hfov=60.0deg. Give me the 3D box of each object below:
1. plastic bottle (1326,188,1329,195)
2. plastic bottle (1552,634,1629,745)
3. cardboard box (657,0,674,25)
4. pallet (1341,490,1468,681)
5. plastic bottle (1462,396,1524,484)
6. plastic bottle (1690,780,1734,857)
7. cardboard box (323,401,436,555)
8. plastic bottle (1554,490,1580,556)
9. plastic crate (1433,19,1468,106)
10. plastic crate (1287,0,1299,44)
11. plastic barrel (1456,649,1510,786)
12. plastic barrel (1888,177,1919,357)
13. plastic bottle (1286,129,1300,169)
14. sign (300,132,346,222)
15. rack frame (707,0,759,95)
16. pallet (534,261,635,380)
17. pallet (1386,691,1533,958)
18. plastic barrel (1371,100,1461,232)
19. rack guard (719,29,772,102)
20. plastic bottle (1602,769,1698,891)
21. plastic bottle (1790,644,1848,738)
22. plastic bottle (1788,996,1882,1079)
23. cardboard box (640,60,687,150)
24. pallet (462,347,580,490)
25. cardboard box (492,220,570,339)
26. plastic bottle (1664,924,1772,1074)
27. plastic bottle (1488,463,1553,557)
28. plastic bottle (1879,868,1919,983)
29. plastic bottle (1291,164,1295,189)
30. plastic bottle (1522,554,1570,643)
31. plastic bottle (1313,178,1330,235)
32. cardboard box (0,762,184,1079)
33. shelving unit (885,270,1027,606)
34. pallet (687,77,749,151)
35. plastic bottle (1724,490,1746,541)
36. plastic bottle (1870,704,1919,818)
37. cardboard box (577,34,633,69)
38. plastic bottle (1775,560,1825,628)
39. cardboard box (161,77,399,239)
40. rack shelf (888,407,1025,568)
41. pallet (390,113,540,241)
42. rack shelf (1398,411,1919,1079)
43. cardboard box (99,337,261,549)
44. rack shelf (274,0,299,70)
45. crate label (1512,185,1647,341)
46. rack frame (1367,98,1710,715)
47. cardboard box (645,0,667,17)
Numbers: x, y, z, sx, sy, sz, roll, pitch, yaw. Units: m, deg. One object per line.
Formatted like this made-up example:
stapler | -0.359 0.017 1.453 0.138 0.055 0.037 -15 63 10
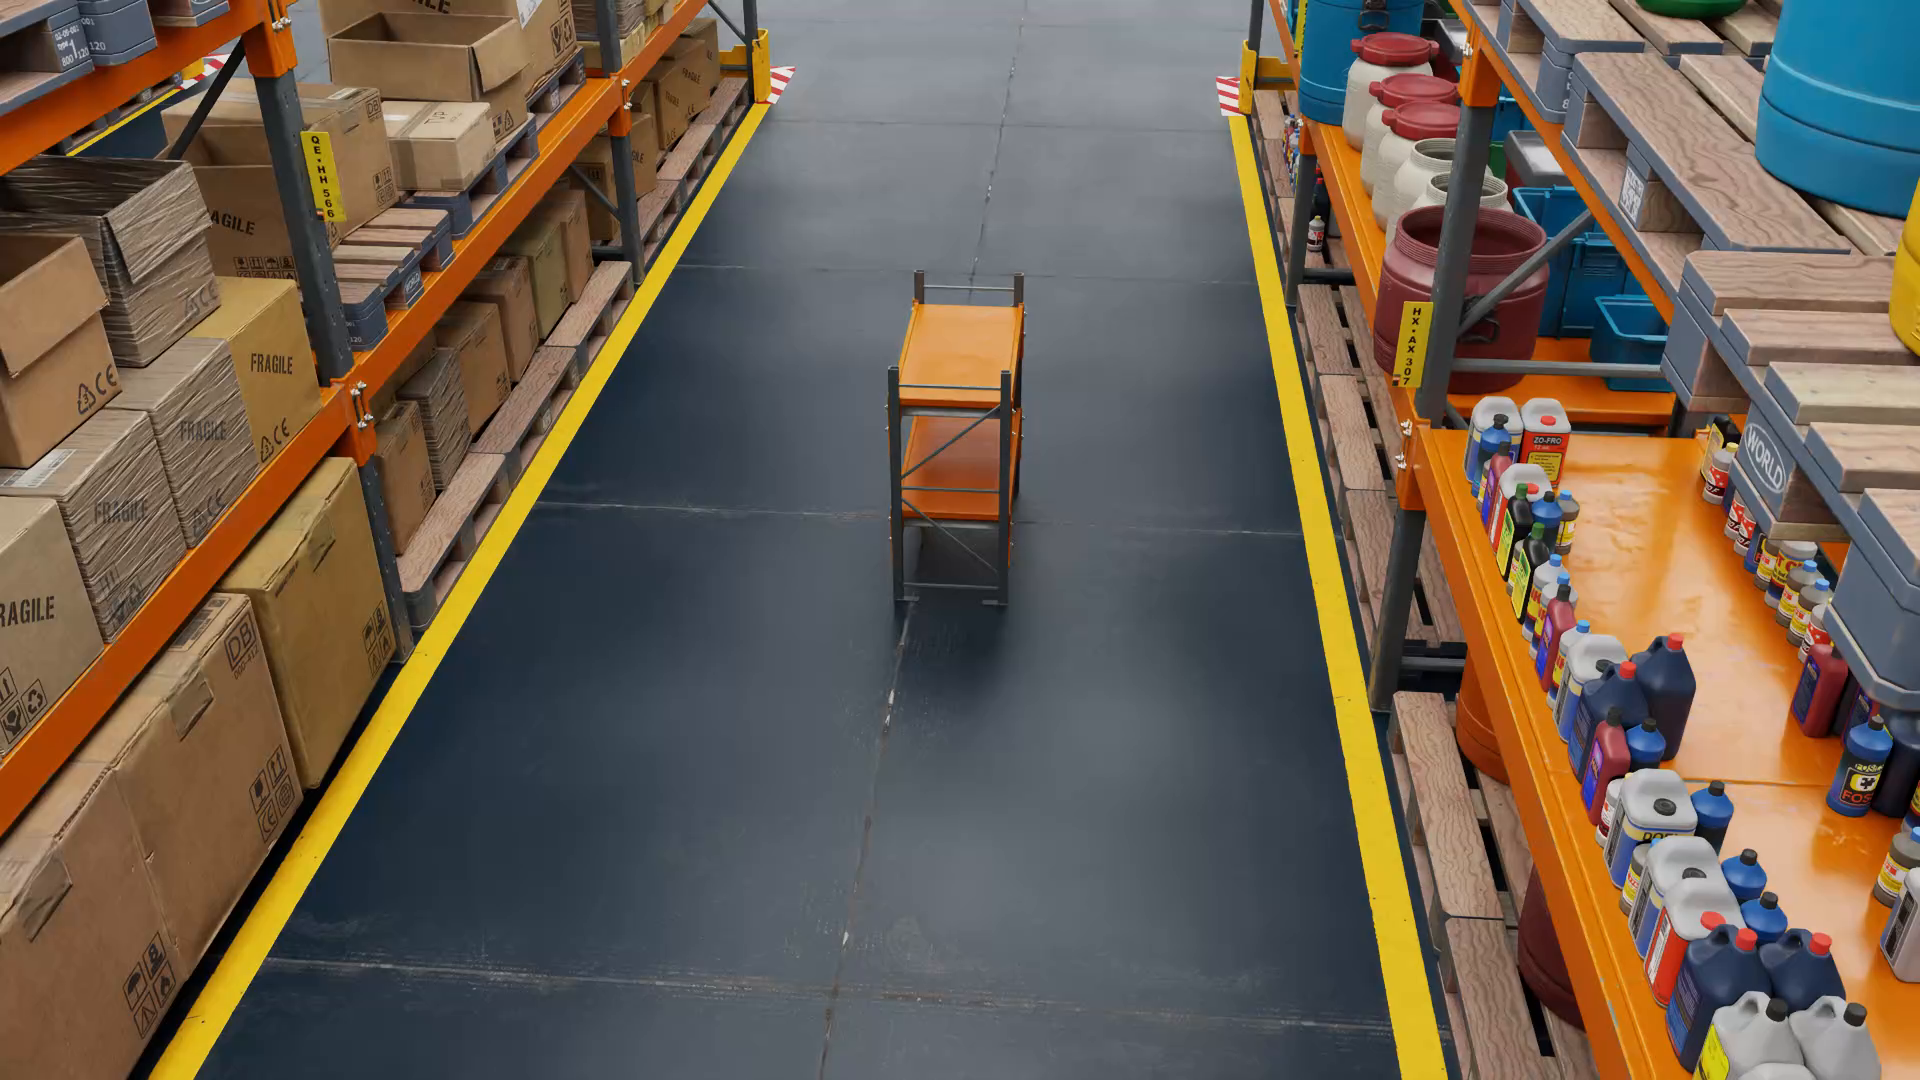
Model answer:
plastic bottle | 2.395 -2.172 10.591 0.152 0.276 0.135 2 32 4
plastic bottle | 1.669 0.395 4.369 0.152 0.276 0.135 2 32 4
cardboard box | -2.056 -3.414 10.670 0.380 0.149 0.250 2 32 4
pallet | 2.241 0.188 7.244 1.003 0.211 1.213 2 32 4
plastic bottle | 1.782 -0.331 5.546 0.152 0.276 0.135 2 32 4
plastic bottle | 1.750 0.680 3.910 0.097 0.271 0.097 0 32 0
cardboard box | -2.763 -0.282 7.311 0.700 0.500 0.500 1 32 1
plastic bottle | 1.870 -0.061 5.180 0.097 0.201 0.097 0 32 0
plastic crate | 2.730 -2.448 8.803 0.402 0.464 0.583 2 32 4
plastic crate | 2.284 -3.215 10.249 0.499 0.251 0.616 2 32 4
plastic barrel | 2.116 0.406 5.901 0.600 0.830 0.708 2 32 4
plastic barrel | 1.686 -0.526 2.306 0.600 0.588 0.600 0 32 0
plastic bottle | 2.304 -2.691 11.439 0.097 0.271 0.097 0 32 0
sign | -2.244 -1.278 5.862 0.100 0.325 0.005 2 32 4
rack frame | -2.146 -4.991 12.989 1.000 3.000 0.127 2 32 4
pallet | -2.534 -1.305 9.666 1.003 0.211 1.213 2 32 4
pallet | 2.117 1.005 5.918 1.003 0.211 1.213 2 32 4
plastic barrel | 2.073 -1.645 7.430 0.433 0.535 0.433 0 32 0
rack guard | -2.152 -3.887 13.580 1.175 0.500 0.348 2 32 4
plastic bottle | 1.624 0.682 3.902 0.152 0.276 0.135 2 32 4
plastic bottle | 2.280 0.372 4.399 0.061 0.283 0.133 2 32 4
plastic bottle | 1.706 1.028 3.269 0.144 0.351 0.185 2 32 4
cardboard box | -2.298 -3.139 11.967 0.500 0.500 0.500 5 32 9
pallet | -2.630 -0.665 8.628 1.003 0.211 1.213 2 32 4
cardboard box | -2.601 -1.453 9.213 0.700 0.500 0.500 2 32 4
plastic bottle | 1.577 0.925 3.436 0.144 0.351 0.185 2 32 4
plastic bottle | 1.744 -0.089 5.153 0.152 0.276 0.135 2 32 4
plastic bottle | 2.155 0.832 3.659 0.152 0.276 0.135 2 32 4
plastic bottle | 2.272 -2.450 11.114 0.097 0.201 0.097 0 32 0
plastic bottle | 1.678 0.163 4.749 0.097 0.271 0.097 0 32 0
plastic bottle | 2.230 -2.096 10.398 0.144 0.351 0.185 2 32 3
cardboard box | -3.019 1.207 4.557 1.225 0.875 0.875 1 32 2
shelving unit | -0.001 -0.475 7.449 0.538 1.125 1.048 2 32 4
pallet | -2.254 -3.341 12.969 1.003 0.211 1.213 2 32 4
plastic bottle | 2.485 -0.101 5.245 0.097 0.201 0.097 0 32 0
plastic bottle | 2.358 0.500 4.126 0.144 0.351 0.185 2 32 4
cardboard box | -2.154 -2.892 9.823 0.380 0.149 0.250 2 32 4
plastic bottle | 2.446 0.153 4.832 0.097 0.201 0.097 0 32 0
cardboard box | -2.847 -1.609 7.006 0.700 0.500 0.500 7 32 11
rack shelf | -0.001 -0.267 7.577 0.538 0.278 1.000 2 32 4
pallet | -2.677 -1.763 7.934 1.003 0.211 1.213 2 32 4
rack shelf | 1.976 0.756 4.350 1.077 0.370 4.000 2 32 4
cardboard box | -2.637 -0.321 5.316 0.500 0.500 0.500 2 32 4
rack shelf | -2.634 -2.824 7.300 1.077 0.370 4.000 2 32 4
crate label | 2.490 -1.119 6.673 0.502 0.435 0.616 2 32 4
rack frame | 2.139 -0.596 5.858 1.000 3.000 0.127 2 32 4
cardboard box | -2.298 -3.561 10.290 0.875 0.500 0.500 2 32 4
